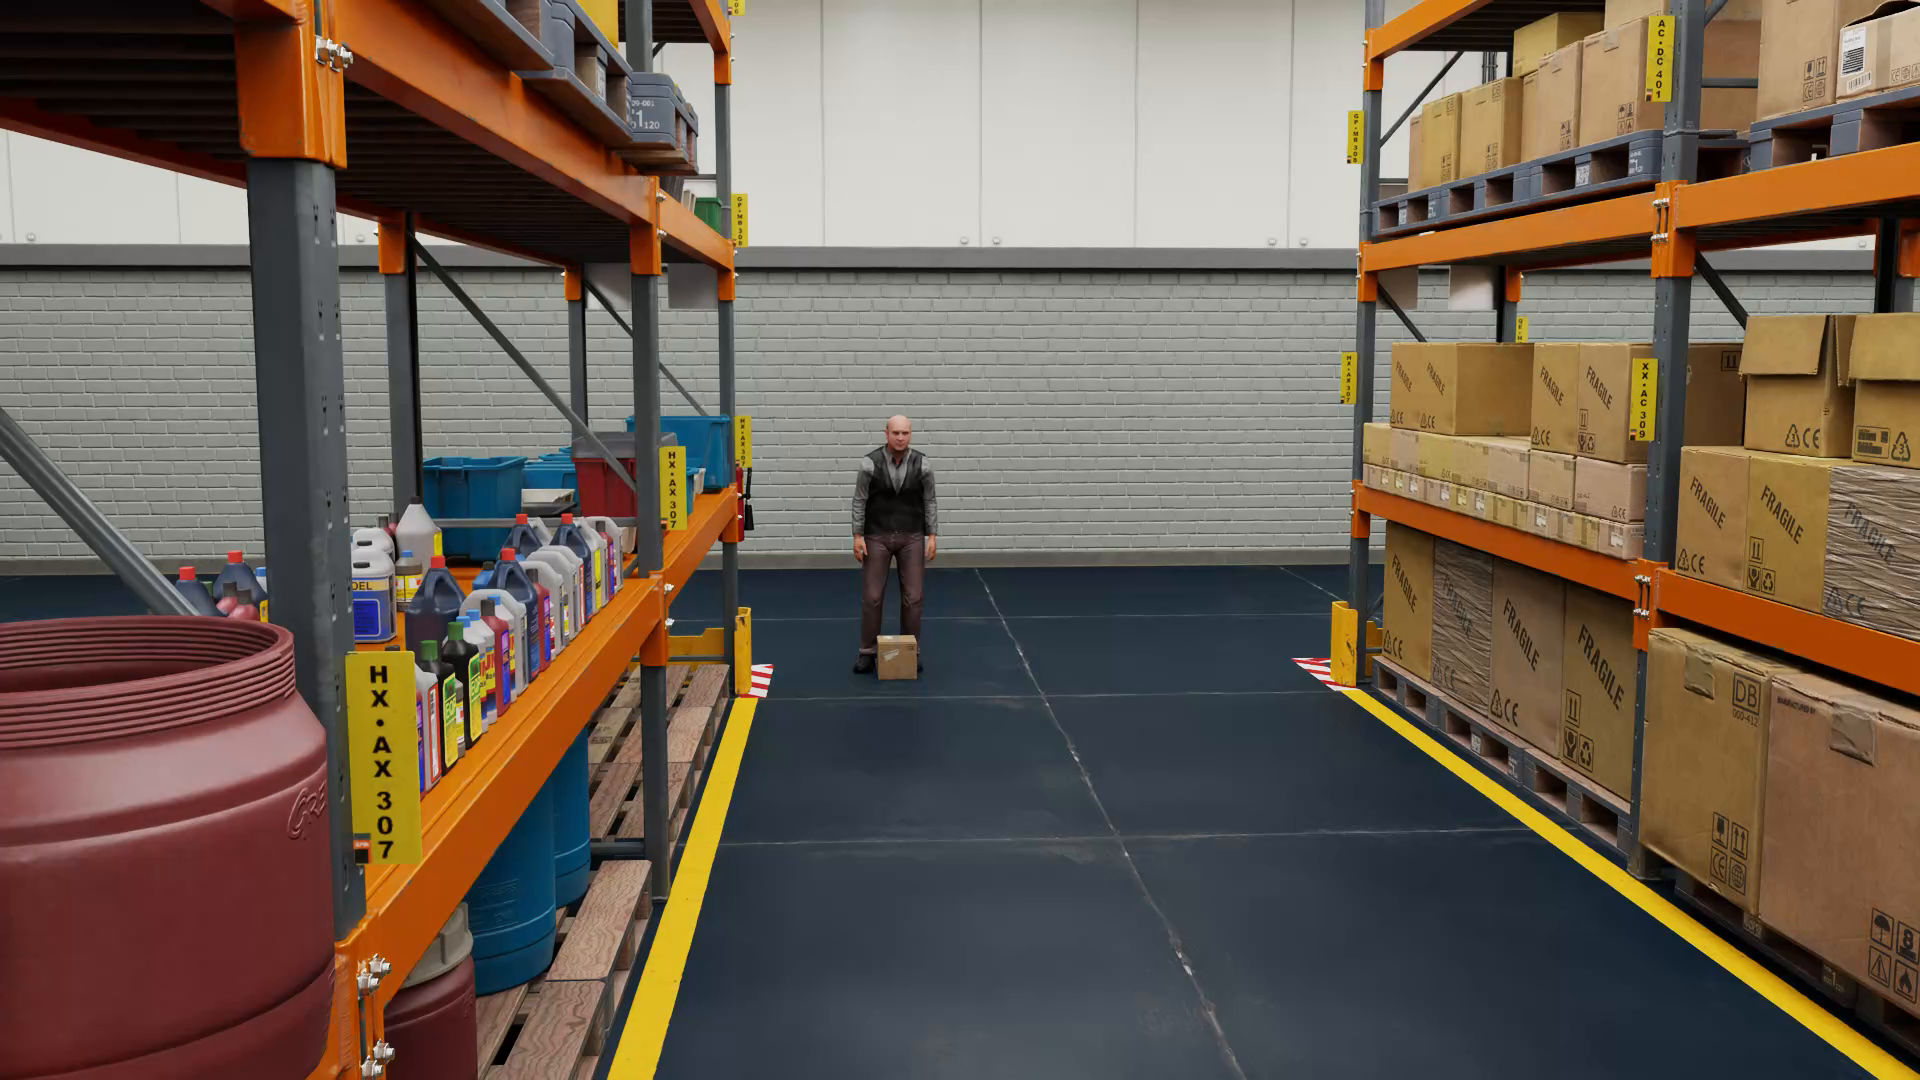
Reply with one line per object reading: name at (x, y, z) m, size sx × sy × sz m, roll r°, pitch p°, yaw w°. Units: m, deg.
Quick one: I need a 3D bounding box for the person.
person at (-0.442, 0.015, 11.222) m, size 0.589 × 1.720 × 0.421 m, roll -1°, pitch 7°, yaw -7°
